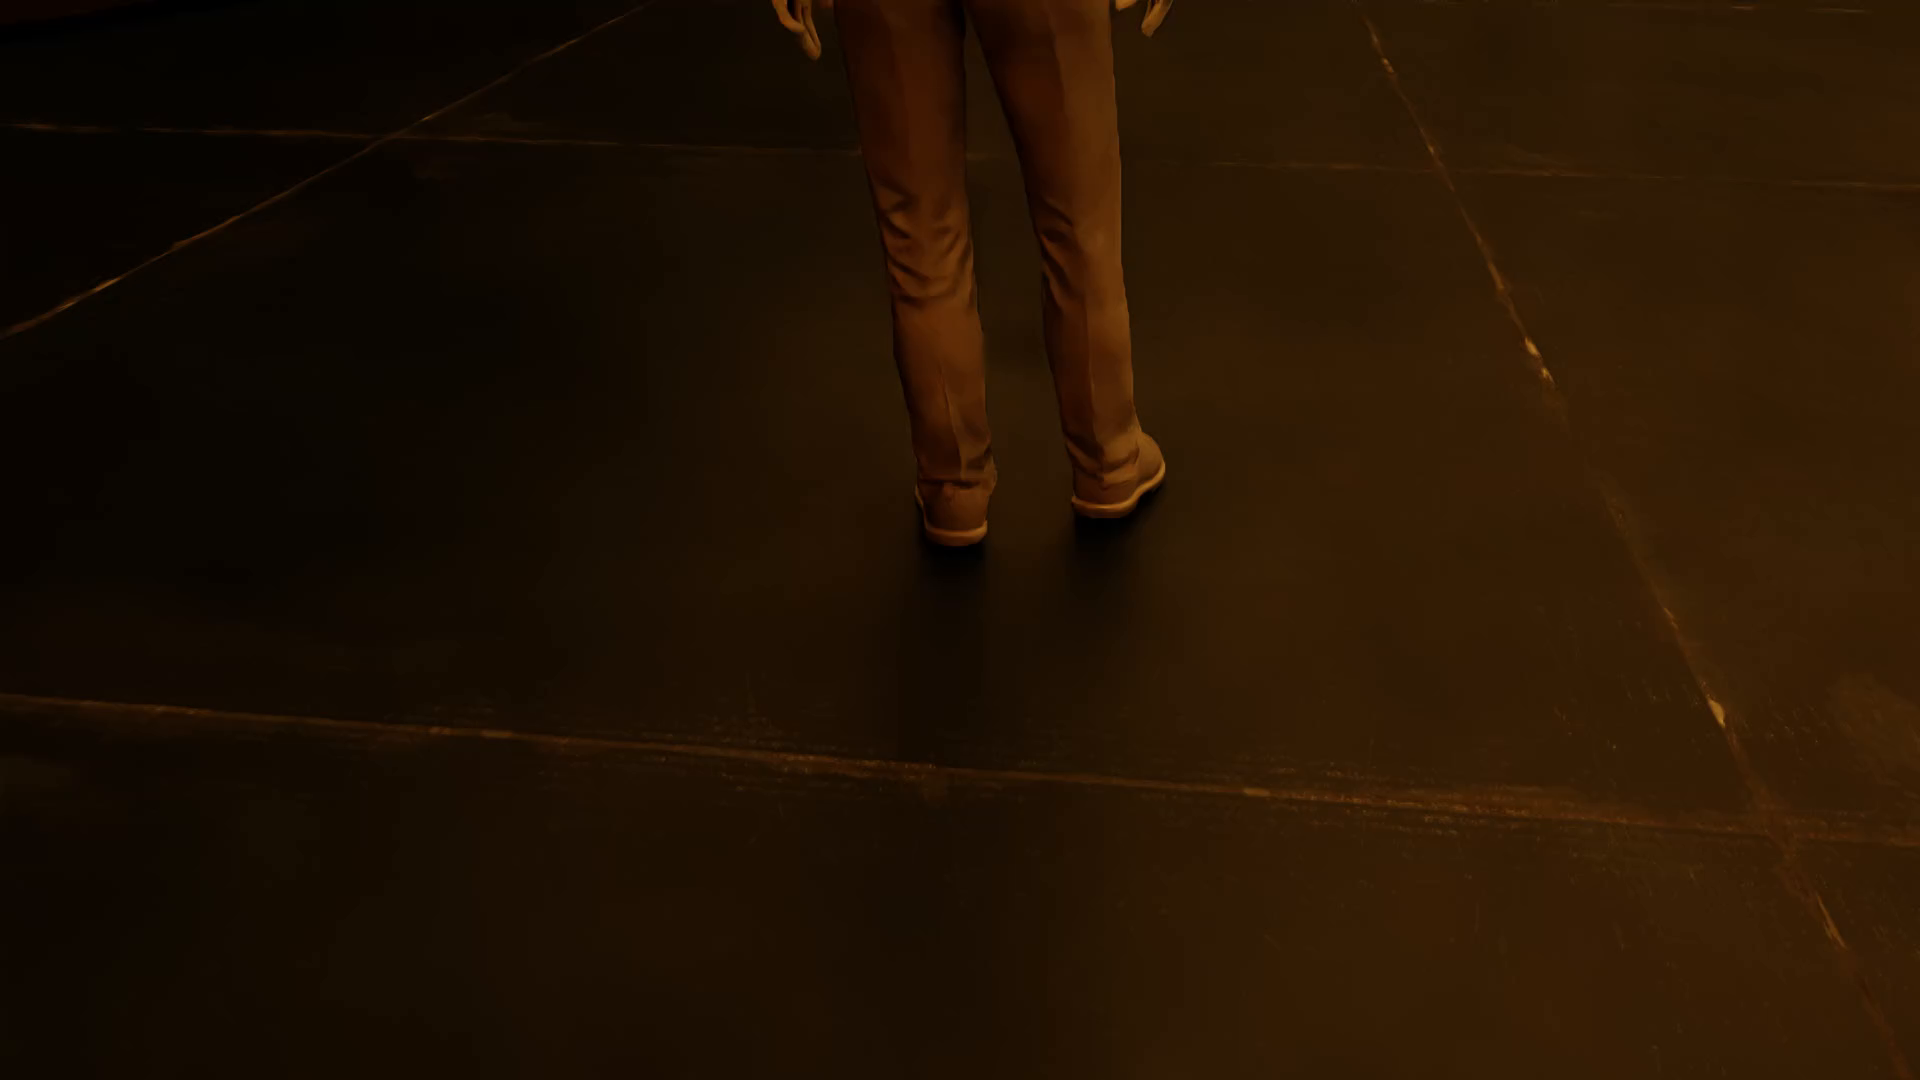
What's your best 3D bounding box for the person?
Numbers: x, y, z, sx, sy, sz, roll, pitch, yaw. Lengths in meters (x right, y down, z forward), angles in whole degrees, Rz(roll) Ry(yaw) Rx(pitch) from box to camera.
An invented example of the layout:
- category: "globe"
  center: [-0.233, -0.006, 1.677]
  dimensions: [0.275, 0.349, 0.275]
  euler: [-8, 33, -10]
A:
- category: "person"
  center: [0.025, -0.794, 2.177]
  dimensions: [0.568, 1.695, 0.533]
  euler: [3, 27, 7]
